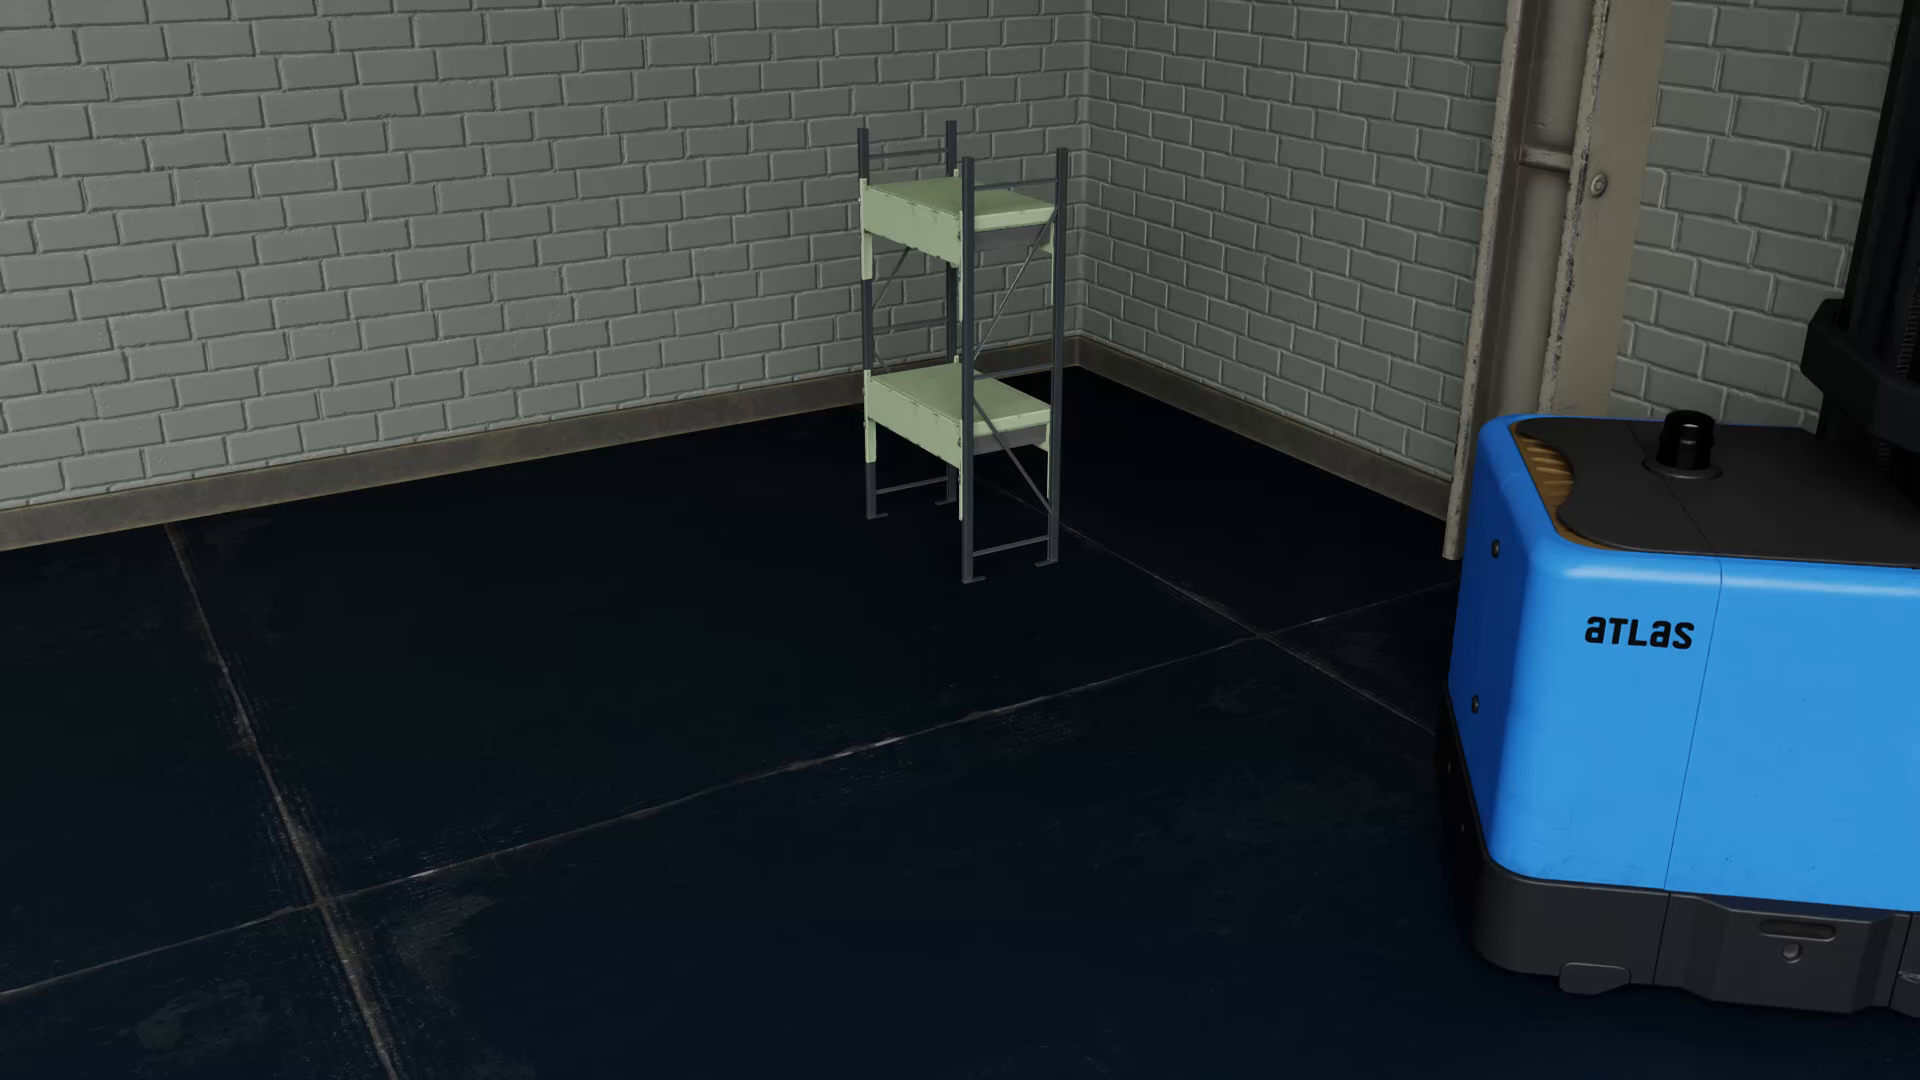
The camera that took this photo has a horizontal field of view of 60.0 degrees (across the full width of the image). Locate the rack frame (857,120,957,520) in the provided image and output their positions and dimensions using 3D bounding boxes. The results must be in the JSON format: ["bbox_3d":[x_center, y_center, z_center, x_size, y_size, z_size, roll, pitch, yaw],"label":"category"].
[{"bbox_3d":[-0.190,-0.815,6.326,0.400,1.500,0.023,-13,25,-28],"label":"rack frame"}]

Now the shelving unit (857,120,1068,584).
[{"bbox_3d":[-0.003,-0.697,6.034,0.431,1.500,0.755,-13,25,-28],"label":"shelving unit"}]

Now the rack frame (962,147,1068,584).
[{"bbox_3d":[0.184,-0.578,5.743,0.400,1.500,0.023,-13,25,-28],"label":"rack frame"}]

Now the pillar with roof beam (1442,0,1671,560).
[{"bbox_3d":[-1.682,-3.249,2.354,9.100,9.000,0.400,-13,25,-28],"label":"pillar with roof beam"}]

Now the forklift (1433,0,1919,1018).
[{"bbox_3d":[2.741,-0.430,3.476,3.031,2.935,1.130,3,22,8],"label":"forklift"}]

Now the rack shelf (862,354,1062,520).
[{"bbox_3d":[-0.003,-0.395,6.157,0.431,0.370,0.720,-13,25,-28],"label":"rack shelf"}]

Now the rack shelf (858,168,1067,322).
[{"bbox_3d":[-0.003,-1.058,5.887,0.431,0.370,0.720,-13,25,-28],"label":"rack shelf"}]
